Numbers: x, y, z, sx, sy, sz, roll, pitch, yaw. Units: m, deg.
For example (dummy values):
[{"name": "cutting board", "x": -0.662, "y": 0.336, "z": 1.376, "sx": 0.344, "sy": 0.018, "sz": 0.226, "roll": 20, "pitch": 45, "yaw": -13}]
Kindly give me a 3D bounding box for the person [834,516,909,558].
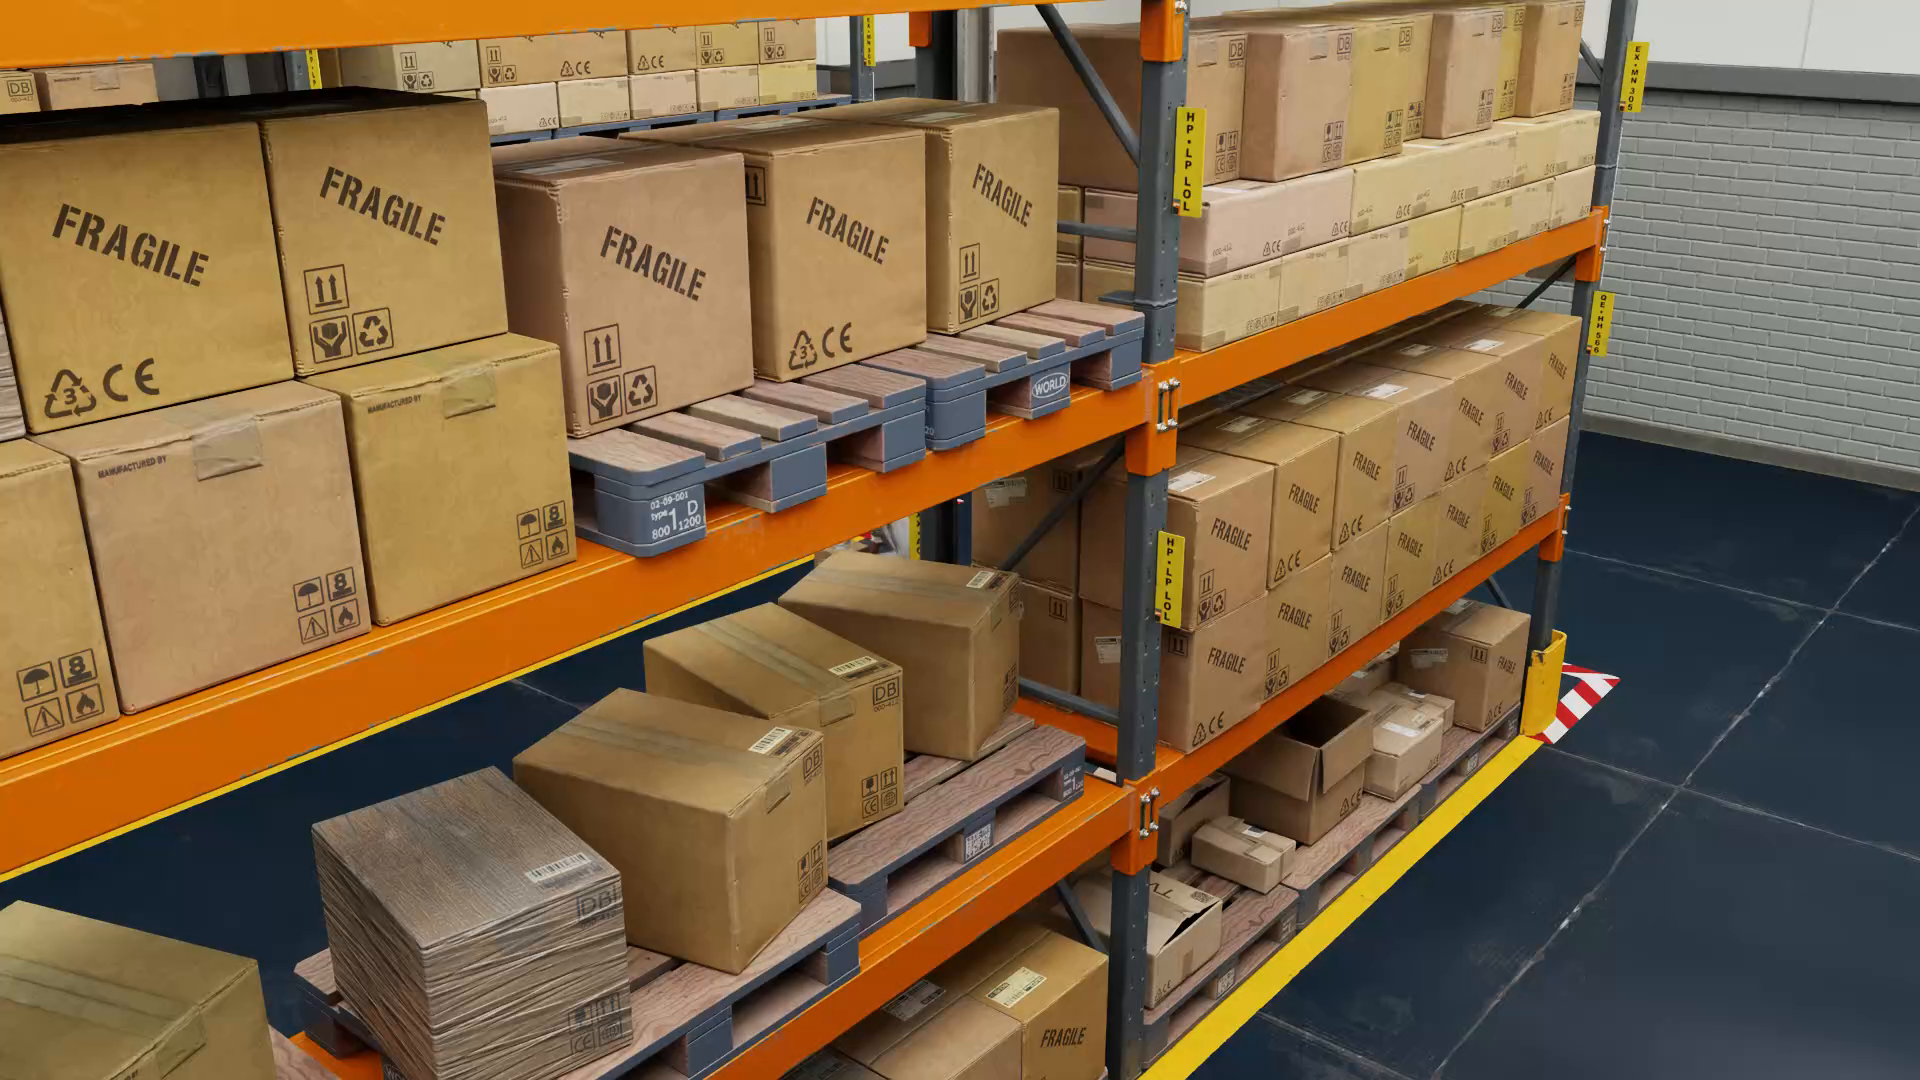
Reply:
[{"name": "person", "x": -0.461, "y": 0.081, "z": 10.196, "sx": 0.757, "sy": 1.025, "sz": 0.457, "roll": 16, "pitch": 26, "yaw": 36}]
